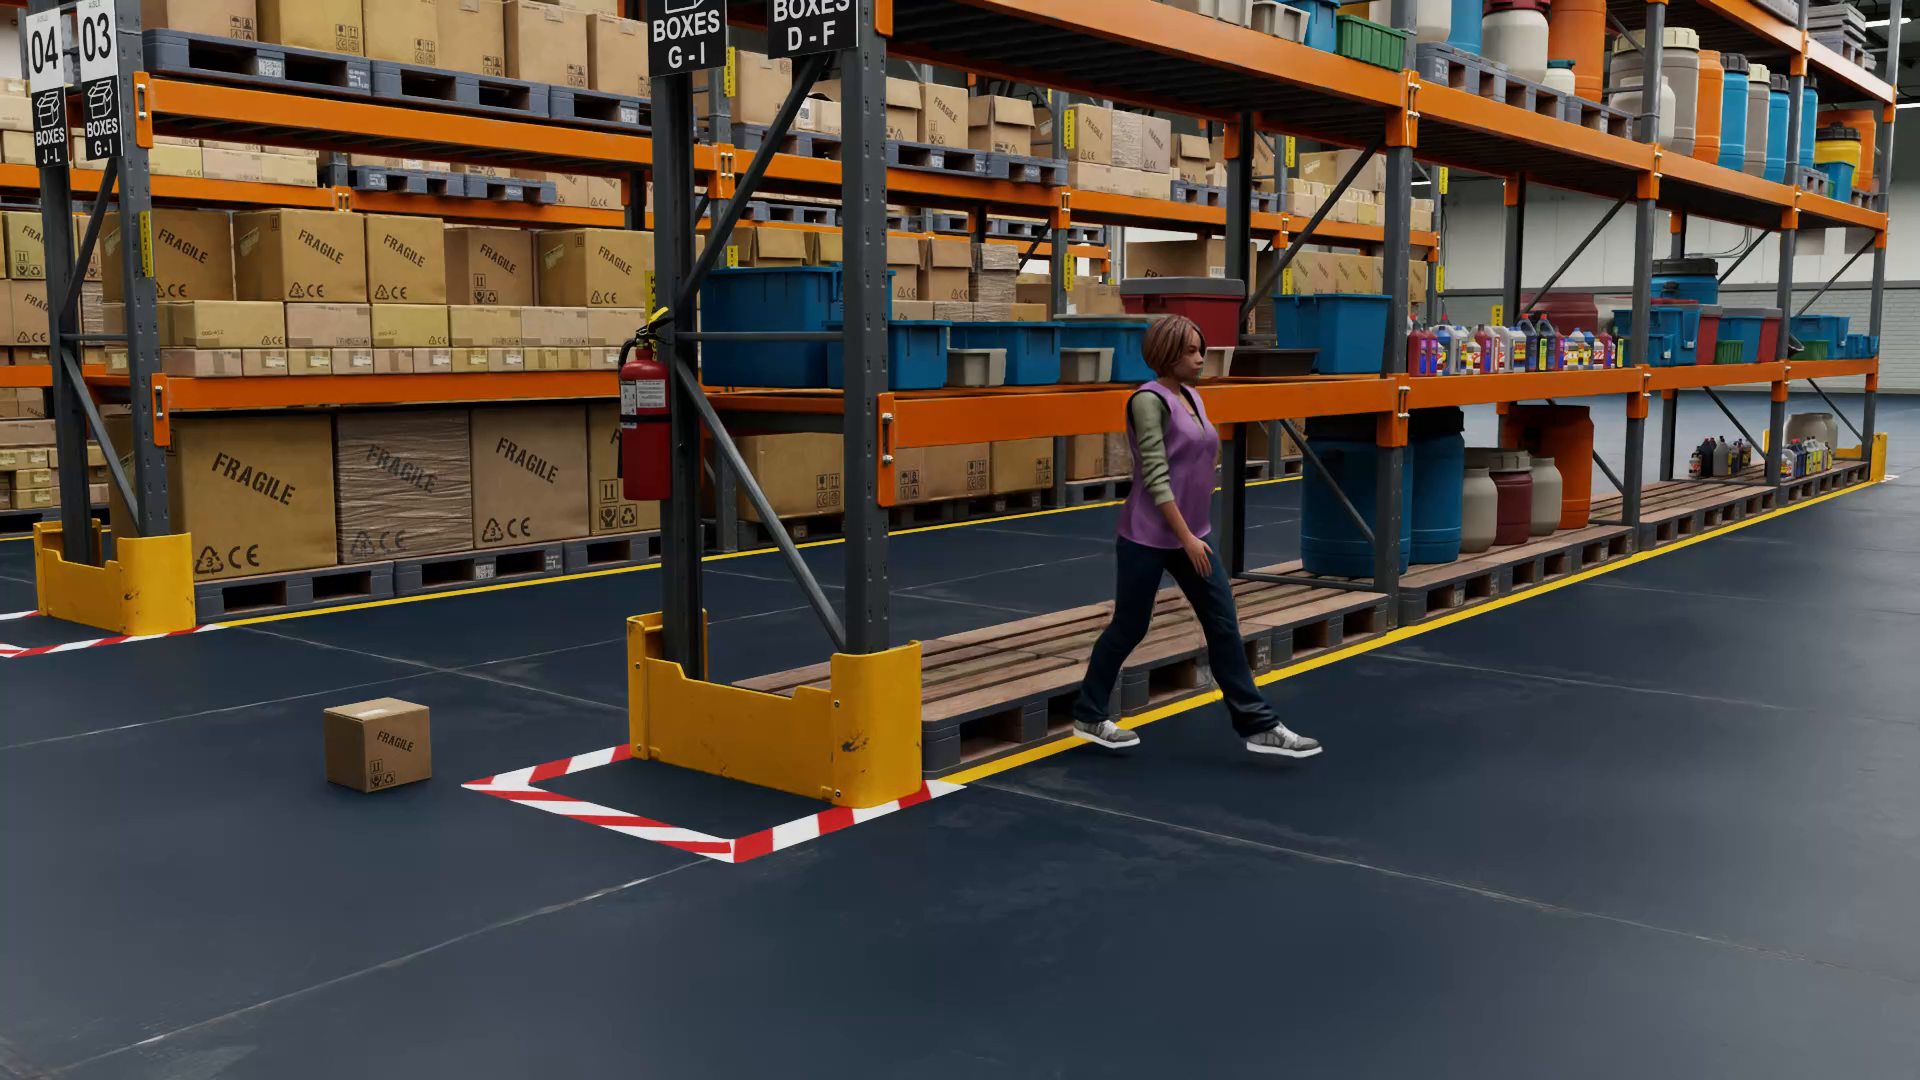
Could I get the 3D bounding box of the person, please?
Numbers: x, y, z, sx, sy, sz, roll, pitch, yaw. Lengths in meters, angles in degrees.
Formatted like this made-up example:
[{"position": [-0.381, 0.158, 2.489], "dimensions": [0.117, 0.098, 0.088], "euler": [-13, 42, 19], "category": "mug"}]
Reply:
[{"position": [0.797, -0.005, 5.823], "dimensions": [0.884, 1.553, 0.454], "euler": [6, 9, 41], "category": "person"}]
